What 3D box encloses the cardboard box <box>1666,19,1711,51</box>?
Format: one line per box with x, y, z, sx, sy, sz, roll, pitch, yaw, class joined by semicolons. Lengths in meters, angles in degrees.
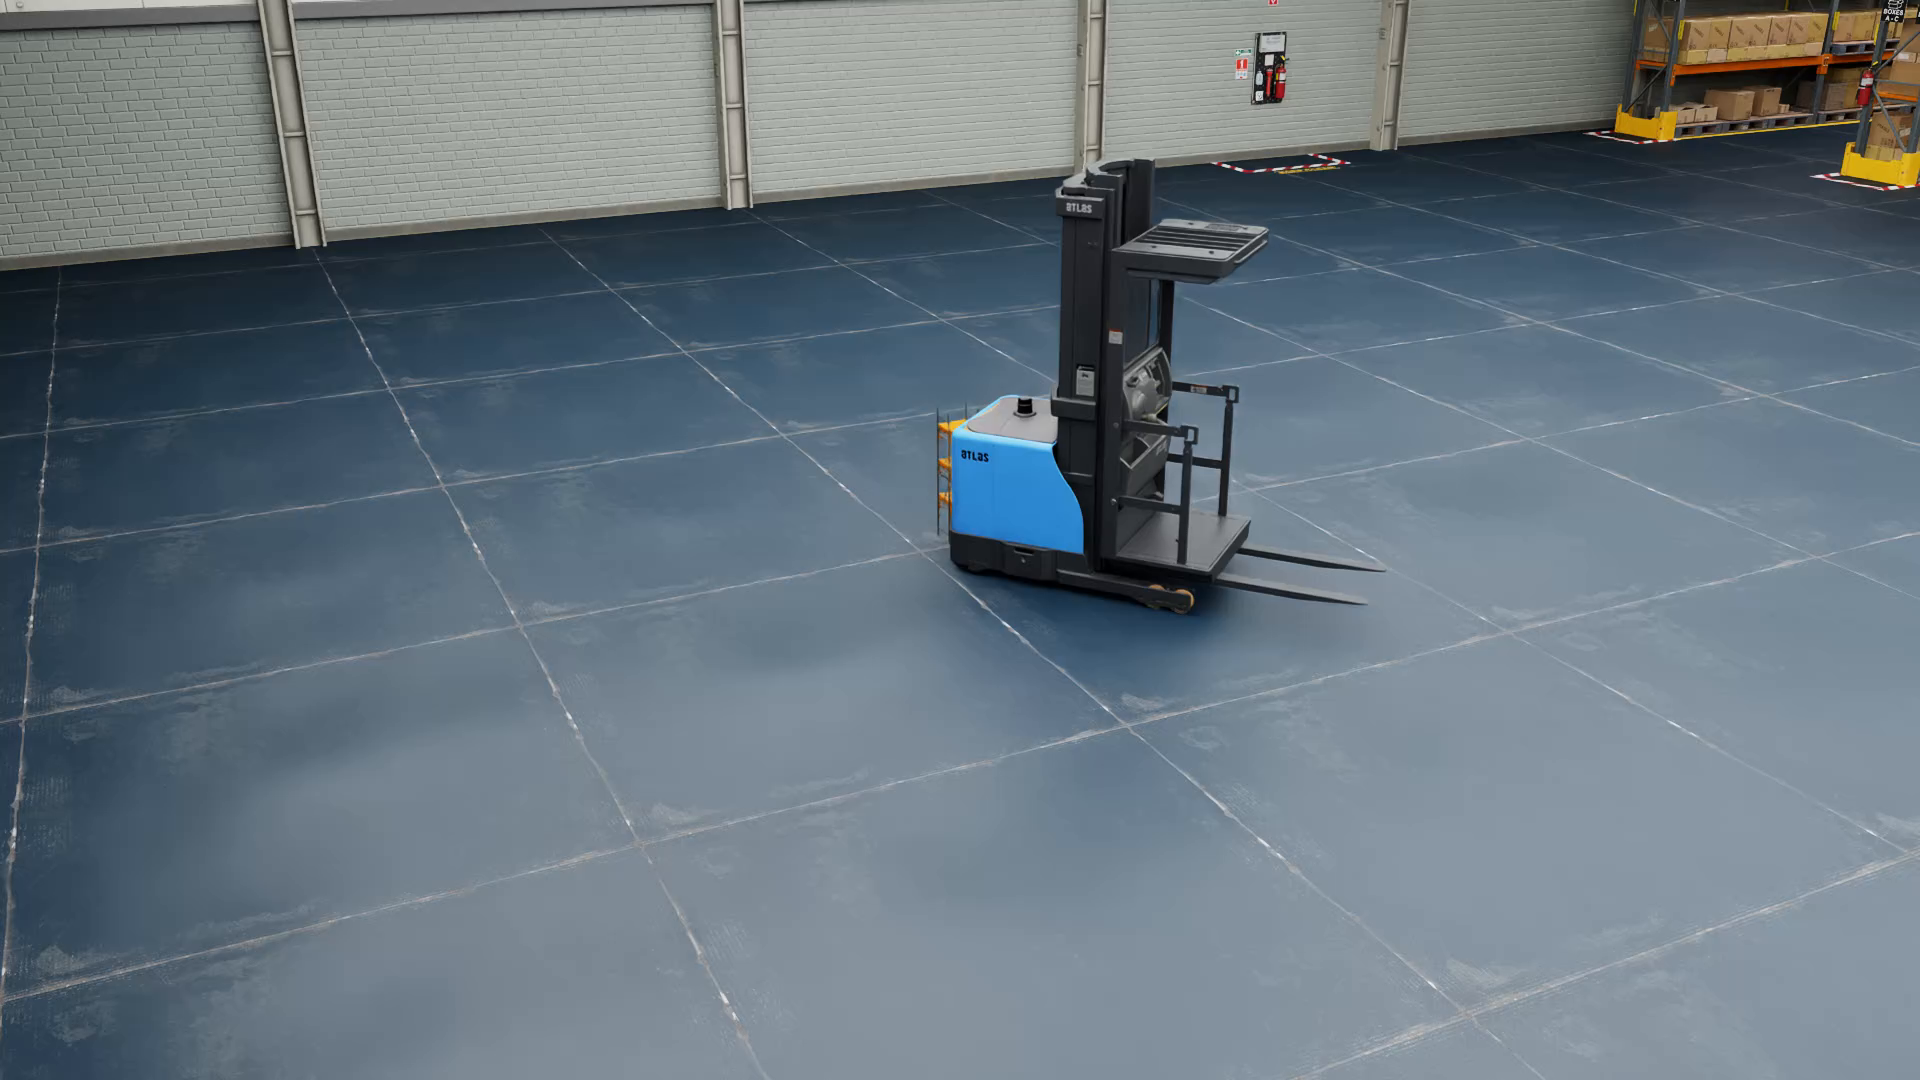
13.215;-9.171;30.172;0.500;0.500;0.500;-10;25;-24;cardboard box

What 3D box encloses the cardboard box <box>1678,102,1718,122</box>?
13.831;-8.048;31.210;0.500;0.311;0.500;-8;24;-19;cardboard box

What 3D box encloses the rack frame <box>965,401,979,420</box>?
0.090;-0.525;12.645;0.008;1.050;0.200;-11;25;-26;rack frame

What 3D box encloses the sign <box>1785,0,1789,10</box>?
16.015;-10.298;32.191;0.005;0.325;0.100;-10;25;-24;sign

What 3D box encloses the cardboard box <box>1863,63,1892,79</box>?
18.235;-9.333;33.087;0.500;0.250;0.500;-11;25;-24;cardboard box

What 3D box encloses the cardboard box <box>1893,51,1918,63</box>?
15.068;-7.677;26.395;0.250;0.149;0.380;-11;25;-25;cardboard box

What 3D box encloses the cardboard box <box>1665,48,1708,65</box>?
13.232;-8.820;30.305;0.500;0.250;0.500;-11;25;-25;cardboard box

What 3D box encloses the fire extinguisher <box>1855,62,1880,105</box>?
14.498;-7.307;26.581;0.183;0.674;0.296;-10;25;-24;fire extinguisher

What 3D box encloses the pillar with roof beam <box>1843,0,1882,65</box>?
20.184;-11.606;29.023;0.400;9.000;9.100;-10;25;-24;pillar with roof beam

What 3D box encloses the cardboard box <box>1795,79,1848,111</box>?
16.915;-8.748;32.655;0.500;0.500;0.700;-10;24;-22;cardboard box

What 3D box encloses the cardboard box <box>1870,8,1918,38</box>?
18.331;-10.189;32.737;0.500;0.500;0.700;-10;25;-24;cardboard box

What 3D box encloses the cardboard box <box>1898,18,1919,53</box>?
15.280;-7.929;26.157;0.500;0.500;0.700;-10;25;-23;cardboard box

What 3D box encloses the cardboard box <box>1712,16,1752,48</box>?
14.133;-9.333;30.563;0.500;0.500;0.500;-11;25;-25;cardboard box

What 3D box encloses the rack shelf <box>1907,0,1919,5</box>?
16.609;-8.587;26.592;4.000;0.370;1.077;-10;25;-24;rack shelf

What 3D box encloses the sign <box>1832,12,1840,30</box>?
16.501;-9.786;31.338;0.005;0.325;0.100;-10;25;-24;sign

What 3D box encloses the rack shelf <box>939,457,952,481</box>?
-0.018;-0.493;12.596;0.240;0.259;0.215;-11;25;-26;rack shelf

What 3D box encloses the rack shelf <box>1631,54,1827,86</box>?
14.457;-8.908;31.288;4.000;0.370;1.077;-10;25;-24;rack shelf

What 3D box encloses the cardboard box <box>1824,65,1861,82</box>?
17.310;-9.169;32.691;0.500;0.250;0.500;-11;25;-25;cardboard box

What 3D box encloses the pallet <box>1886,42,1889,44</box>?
19.267;-9.992;33.217;1.003;0.211;1.213;-10;25;-24;pallet

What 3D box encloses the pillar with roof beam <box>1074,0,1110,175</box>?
3.965;-8.620;21.810;0.400;9.000;9.100;-10;25;-24;pillar with roof beam

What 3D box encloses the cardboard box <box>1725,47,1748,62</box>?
14.155;-8.993;30.724;0.500;0.250;0.500;-11;25;-24;cardboard box

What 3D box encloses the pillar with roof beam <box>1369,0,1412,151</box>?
9.371;-9.616;24.214;0.400;9.000;9.100;-10;25;-24;pillar with roof beam

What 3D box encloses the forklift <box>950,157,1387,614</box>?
1.487;-1.075;11.516;3.031;2.935;1.130;10;24;23;forklift

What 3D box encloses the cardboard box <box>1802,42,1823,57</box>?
15.964;-9.329;31.535;0.500;0.250;0.500;-10;25;-23;cardboard box

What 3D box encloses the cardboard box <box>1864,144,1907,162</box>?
15.162;-6.316;27.133;0.500;0.250;0.500;-10;25;-24;cardboard box

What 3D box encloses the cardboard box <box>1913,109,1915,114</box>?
16.055;-6.834;27.404;0.500;0.500;0.500;-10;25;-24;cardboard box

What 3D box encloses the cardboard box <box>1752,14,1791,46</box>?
15.061;-9.509;30.989;0.500;0.500;0.500;-11;25;-25;cardboard box

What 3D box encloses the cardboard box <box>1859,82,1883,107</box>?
17.836;-8.922;33.075;0.500;0.500;0.700;-10;25;-23;cardboard box

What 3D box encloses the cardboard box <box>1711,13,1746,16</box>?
14.363;-9.597;31.203;0.500;0.500;0.500;-10;25;-23;cardboard box

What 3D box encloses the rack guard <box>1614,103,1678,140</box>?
12.723;-7.766;30.858;0.348;0.500;1.175;-10;25;-24;rack guard

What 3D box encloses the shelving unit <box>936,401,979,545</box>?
-0.018;-0.503;12.592;0.252;1.050;0.215;-11;25;-26;shelving unit

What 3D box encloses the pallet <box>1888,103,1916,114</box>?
19.158;-8.818;33.776;1.213;0.211;1.003;-10;25;-24;pallet

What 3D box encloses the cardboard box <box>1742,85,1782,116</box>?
15.341;-8.434;31.897;0.500;0.500;0.500;-12;26;-28;cardboard box

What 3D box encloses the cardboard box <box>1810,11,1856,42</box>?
16.732;-9.894;32.024;0.500;0.500;0.700;-10;25;-23;cardboard box

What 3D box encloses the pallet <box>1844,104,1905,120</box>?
18.061;-8.617;33.291;1.213;0.211;1.003;-10;25;-24;pallet

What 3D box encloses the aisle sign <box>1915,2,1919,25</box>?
14.880;-8.287;25.448;0.004;0.787;0.394;-10;25;-24;aisle sign

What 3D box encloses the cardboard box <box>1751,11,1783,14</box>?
15.277;-9.768;31.615;0.500;0.500;0.500;-11;25;-24;cardboard box

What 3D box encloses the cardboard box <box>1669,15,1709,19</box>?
13.445;-9.426;30.790;0.500;0.500;0.500;-10;25;-23;cardboard box

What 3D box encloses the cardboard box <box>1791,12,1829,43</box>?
15.967;-9.673;31.387;0.500;0.500;0.500;-10;25;-24;cardboard box

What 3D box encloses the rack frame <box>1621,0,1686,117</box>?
12.655;-8.908;30.349;0.127;3.000;1.000;-10;25;-24;rack frame

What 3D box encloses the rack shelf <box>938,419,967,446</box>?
-0.018;-0.755;12.488;0.240;0.259;0.215;-11;25;-26;rack shelf

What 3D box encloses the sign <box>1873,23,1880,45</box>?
14.584;-8.036;26.417;0.005;0.325;0.100;-10;25;-24;sign

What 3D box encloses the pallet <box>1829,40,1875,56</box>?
17.011;-9.560;32.174;1.213;0.211;1.003;-10;25;-24;pallet

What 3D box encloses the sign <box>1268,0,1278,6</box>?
5.210;-9.035;27.623;0.199;0.298;0.001;-10;25;-24;sign

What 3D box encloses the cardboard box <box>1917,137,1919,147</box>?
15.836;-6.568;26.760;0.500;0.500;0.500;-10;25;-24;cardboard box

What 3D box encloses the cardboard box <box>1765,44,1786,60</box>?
15.065;-9.160;31.128;0.500;0.250;0.500;-11;25;-24;cardboard box
